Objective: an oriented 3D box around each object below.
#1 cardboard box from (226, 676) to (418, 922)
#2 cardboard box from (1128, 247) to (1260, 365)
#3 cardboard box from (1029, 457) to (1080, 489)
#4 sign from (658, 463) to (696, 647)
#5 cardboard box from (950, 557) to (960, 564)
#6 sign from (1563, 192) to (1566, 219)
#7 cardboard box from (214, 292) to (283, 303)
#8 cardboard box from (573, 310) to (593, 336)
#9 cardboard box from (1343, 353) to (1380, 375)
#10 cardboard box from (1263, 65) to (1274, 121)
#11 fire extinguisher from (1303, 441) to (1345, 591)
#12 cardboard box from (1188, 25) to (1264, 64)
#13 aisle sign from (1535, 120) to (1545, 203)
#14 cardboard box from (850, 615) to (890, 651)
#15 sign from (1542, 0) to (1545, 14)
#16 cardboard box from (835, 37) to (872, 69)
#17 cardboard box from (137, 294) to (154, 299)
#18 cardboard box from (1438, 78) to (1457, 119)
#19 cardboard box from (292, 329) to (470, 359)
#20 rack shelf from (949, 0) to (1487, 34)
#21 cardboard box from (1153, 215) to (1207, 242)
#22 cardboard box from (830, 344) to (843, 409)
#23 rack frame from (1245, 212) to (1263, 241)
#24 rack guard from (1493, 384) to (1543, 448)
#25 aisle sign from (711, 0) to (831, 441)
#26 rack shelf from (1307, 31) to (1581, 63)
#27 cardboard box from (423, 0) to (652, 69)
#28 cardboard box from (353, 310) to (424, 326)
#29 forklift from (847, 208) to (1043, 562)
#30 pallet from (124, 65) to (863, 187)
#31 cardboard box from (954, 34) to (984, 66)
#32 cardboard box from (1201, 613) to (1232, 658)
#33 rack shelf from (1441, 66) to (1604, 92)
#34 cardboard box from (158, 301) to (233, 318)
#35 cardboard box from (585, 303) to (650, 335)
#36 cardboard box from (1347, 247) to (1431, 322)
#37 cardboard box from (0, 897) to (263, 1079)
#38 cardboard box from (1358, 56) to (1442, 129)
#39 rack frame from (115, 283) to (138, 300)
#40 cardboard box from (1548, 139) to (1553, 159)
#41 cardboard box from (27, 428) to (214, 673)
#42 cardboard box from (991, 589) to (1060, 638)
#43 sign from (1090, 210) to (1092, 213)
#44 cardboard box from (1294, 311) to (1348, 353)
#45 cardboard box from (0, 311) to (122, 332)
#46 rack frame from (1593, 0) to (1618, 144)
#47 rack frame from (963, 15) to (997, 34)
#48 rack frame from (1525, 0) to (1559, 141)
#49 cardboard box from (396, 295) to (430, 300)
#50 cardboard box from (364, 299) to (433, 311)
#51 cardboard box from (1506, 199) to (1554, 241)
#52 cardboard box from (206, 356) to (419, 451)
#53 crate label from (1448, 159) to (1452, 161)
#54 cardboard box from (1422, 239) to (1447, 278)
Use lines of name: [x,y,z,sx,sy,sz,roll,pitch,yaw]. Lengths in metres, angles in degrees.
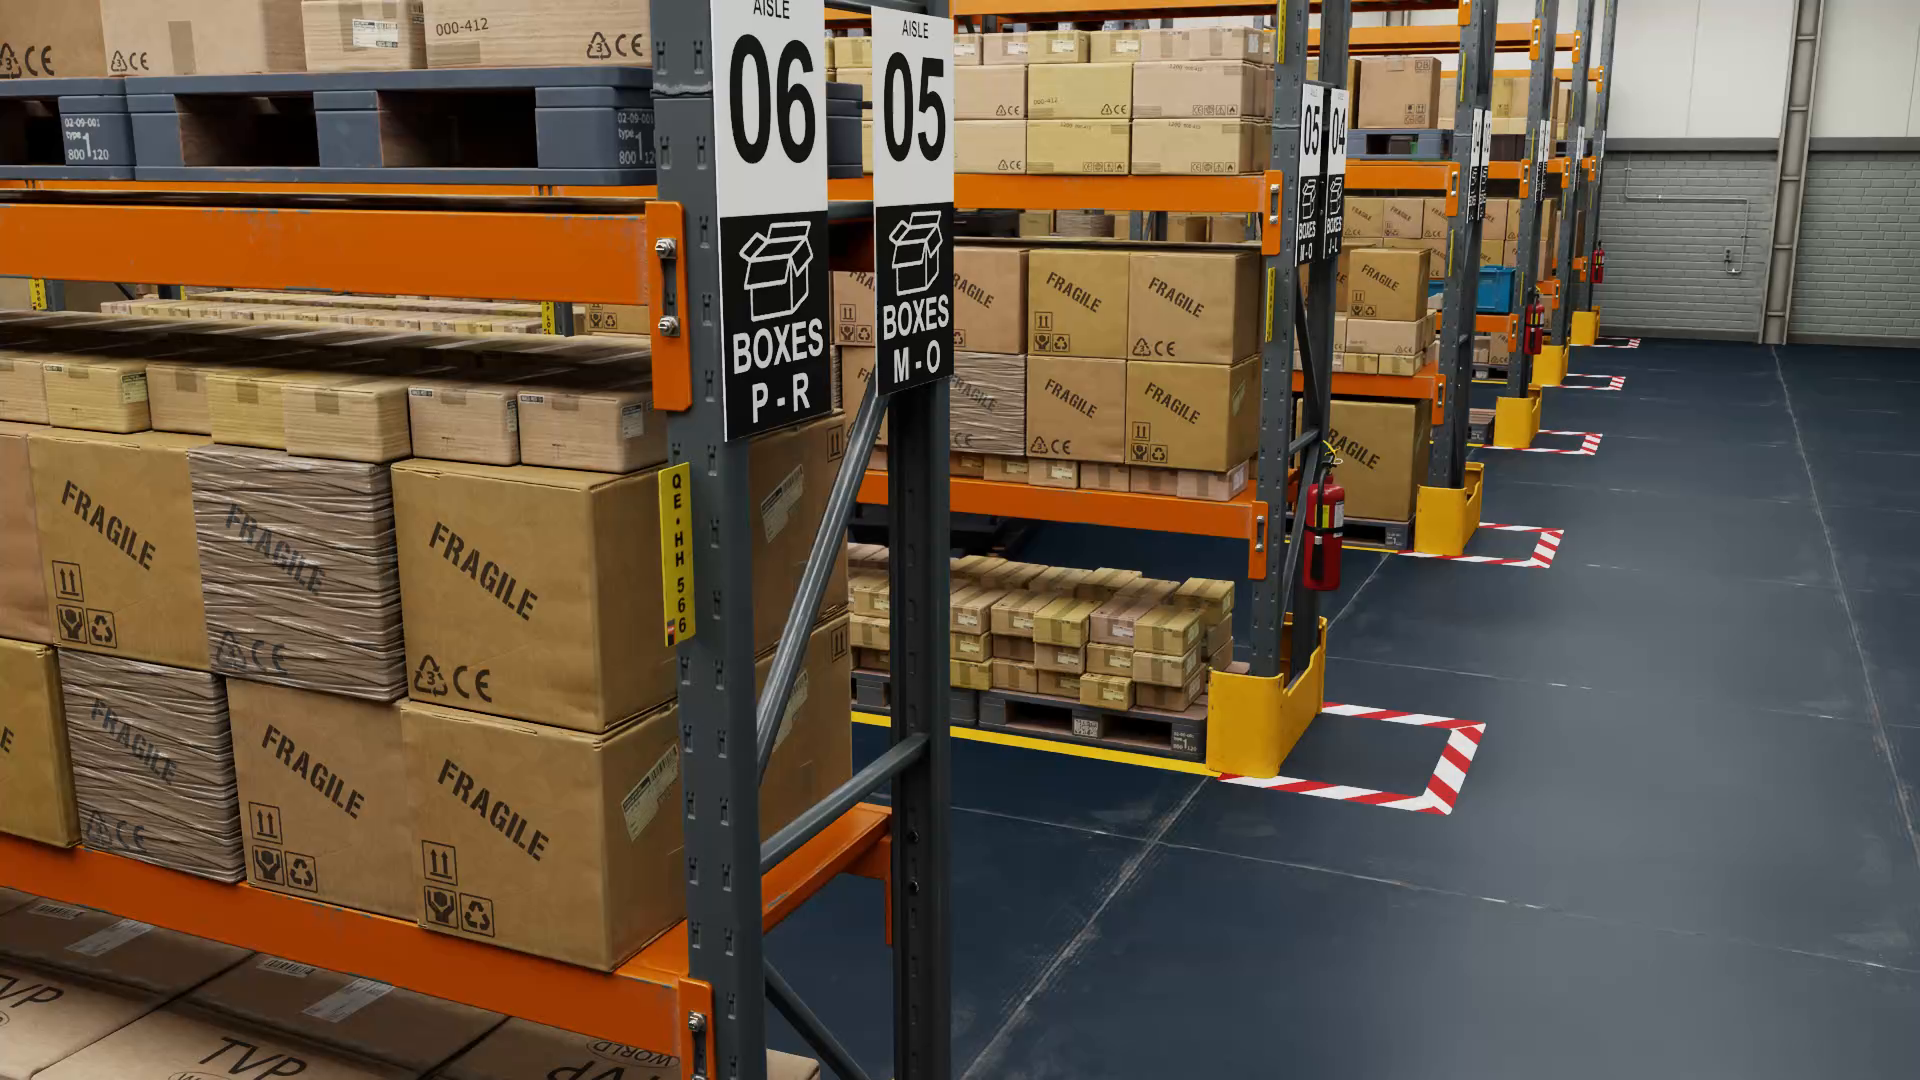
cardboard box: [-1.280,0.506,3.814,0.500,0.500,0.500,5,14,22]
cardboard box: [1.115,-1.120,7.905,0.500,0.500,0.500,5,14,22]
cardboard box: [0.531,-0.368,8.308,0.250,0.149,0.380,6,15,25]
sign: [-0.511,0.027,3.022,0.005,0.325,0.100,6,14,23]
cardboard box: [-0.188,0.204,9.339,0.250,0.149,0.380,6,14,23]
sign: [7.508,-4.149,20.642,0.005,0.325,0.100,6,14,23]
cardboard box: [-4.818,-1.588,11.286,0.250,0.149,0.380,6,14,23]
cardboard box: [-2.197,-1.324,10.160,0.250,0.149,0.380,7,15,26]
cardboard box: [3.038,-1.342,12.457,0.250,0.149,0.380,6,14,24]
cardboard box: [1.328,-2.176,8.131,0.500,0.250,0.500,6,14,24]
fire extinguisher: [1.677,-0.111,7.646,0.183,0.674,0.296,6,14,23]
cardboard box: [1.211,-2.244,7.547,0.250,0.149,0.380,6,14,23]
aisle sign: [5.688,-3.709,16.303,0.004,0.787,0.394,6,14,23]
cardboard box: [-0.409,0.460,8.901,0.250,0.149,0.380,6,14,24]
sign: [5.533,-5.158,15.745,0.005,0.325,0.100,6,14,23]
cardboard box: [-0.429,-2.414,8.271,0.250,0.149,0.380,5,14,22]
cardboard box: [-8.430,-2.534,17.539,0.250,0.149,0.380,6,14,23]
cardboard box: [6.351,-5.673,21.391,0.500,0.500,0.700,6,14,23]
cardboard box: [-1.460,-0.440,4.235,0.250,0.149,0.380,6,14,24]
rack shelf: [1.906,-4.037,12.711,4.000,0.370,1.077,6,14,23]
cardboard box: [3.097,-4.309,23.415,0.500,0.500,0.700,8,16,32]
cardboard box: [-0.772,-0.816,8.798,0.500,0.500,0.500,5,14,22]
rack frame: [4.094,-3.915,22.874,0.127,3.000,1.000,6,14,23]
rack guard: [5.768,-1.294,17.177,0.348,0.500,1.175,6,14,23]
aisle sign: [-0.339,-0.601,3.058,0.004,0.787,0.394,6,14,23]
rack shelf: [5.922,-6.299,21.483,4.000,0.370,1.077,6,14,23]
cardboard box: [-0.727,-1.070,3.372,0.500,0.250,0.500,4,14,18]
cardboard box: [-3.415,-1.285,9.992,0.250,0.149,0.380,5,14,21]
forklift: [-0.180,-1.270,11.751,1.130,2.935,3.031,3,14,14]
pallet: [-0.961,-0.890,3.610,1.213,0.211,1.003,6,14,23]
cardboard box: [0.053,-2.369,8.080,0.250,0.149,0.380,6,15,24]
cardboard box: [1.259,0.487,8.784,0.250,0.149,0.380,6,15,26]
rack shelf: [7.925,-7.141,25.939,4.000,0.370,1.077,6,14,23]
cardboard box: [-4.867,-1.431,10.614,0.250,0.149,0.380,6,14,23]
cardboard box: [-1.710,-1.407,9.128,0.500,0.500,0.500,6,15,25]
cardboard box: [3.183,-1.903,12.336,0.500,0.500,0.500,6,14,24]
cardboard box: [-2.587,1.430,4.786,0.875,0.438,0.875,5,14,22]
cardboard box: [3.238,-3.275,12.224,0.500,0.500,0.700,5,14,20]
rack frame: [-5.679,-1.191,11.263,0.053,2.616,0.949,6,14,23]
cardboard box: [7.174,-4.925,20.939,0.500,0.250,0.500,6,14,23]
cardboard box: [-1.757,-0.025,3.890,0.500,0.500,0.500,6,14,23]
cardboard box: [0.341,0.378,8.596,0.250,0.149,0.380,5,14,21]
sign: [2.228,-5.731,28.252,0.005,0.325,0.100,6,14,23]
cardboard box: [2.721,-1.585,12.619,0.500,0.250,0.500,6,14,22]
cardboard box: [-2.622,-0.558,4.740,0.250,0.149,0.380,6,14,23]
rack frame: [9.754,-7.501,25.022,0.127,3.000,1.000,6,14,23]
rack frame: [0.078,-4.767,13.372,0.127,3.000,1.000,6,14,23]
rack frame: [5.741,-5.431,16.204,0.127,3.000,1.000,6,14,23]
cardboard box: [-5.213,-2.453,16.020,0.258,0.266,0.396,5,14,22]
cardboard box: [-3.628,-1.468,10.772,0.250,0.149,0.380,6,15,25]
cardboard box: [7.233,-4.064,21.102,0.500,0.500,0.500,6,14,23]
cardboard box: [-1.414,-0.306,3.664,0.250,0.149,0.380,6,15,25]
crate label: [5.029,-4.052,17.215,0.502,0.251,0.408,6,14,23]
cardboard box: [6.301,-3.673,21.623,0.500,0.500,0.500,6,14,24]
